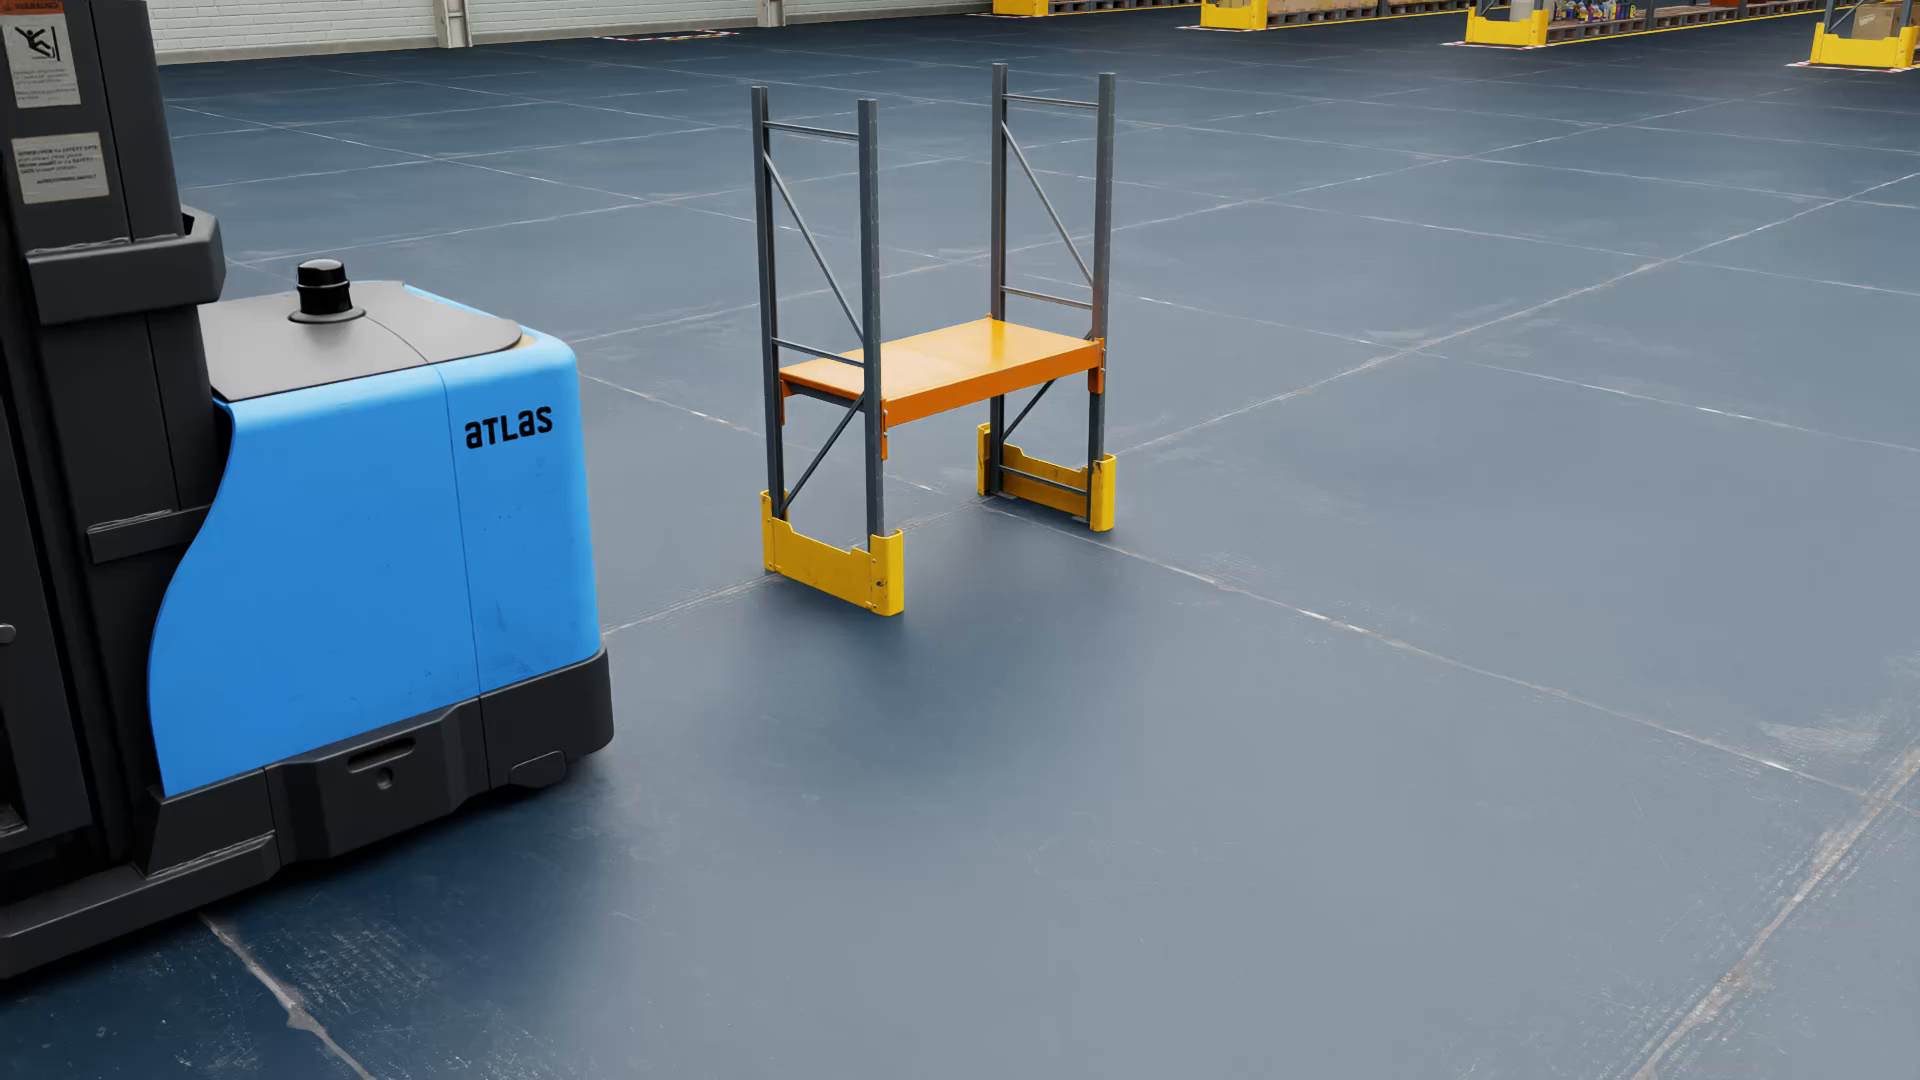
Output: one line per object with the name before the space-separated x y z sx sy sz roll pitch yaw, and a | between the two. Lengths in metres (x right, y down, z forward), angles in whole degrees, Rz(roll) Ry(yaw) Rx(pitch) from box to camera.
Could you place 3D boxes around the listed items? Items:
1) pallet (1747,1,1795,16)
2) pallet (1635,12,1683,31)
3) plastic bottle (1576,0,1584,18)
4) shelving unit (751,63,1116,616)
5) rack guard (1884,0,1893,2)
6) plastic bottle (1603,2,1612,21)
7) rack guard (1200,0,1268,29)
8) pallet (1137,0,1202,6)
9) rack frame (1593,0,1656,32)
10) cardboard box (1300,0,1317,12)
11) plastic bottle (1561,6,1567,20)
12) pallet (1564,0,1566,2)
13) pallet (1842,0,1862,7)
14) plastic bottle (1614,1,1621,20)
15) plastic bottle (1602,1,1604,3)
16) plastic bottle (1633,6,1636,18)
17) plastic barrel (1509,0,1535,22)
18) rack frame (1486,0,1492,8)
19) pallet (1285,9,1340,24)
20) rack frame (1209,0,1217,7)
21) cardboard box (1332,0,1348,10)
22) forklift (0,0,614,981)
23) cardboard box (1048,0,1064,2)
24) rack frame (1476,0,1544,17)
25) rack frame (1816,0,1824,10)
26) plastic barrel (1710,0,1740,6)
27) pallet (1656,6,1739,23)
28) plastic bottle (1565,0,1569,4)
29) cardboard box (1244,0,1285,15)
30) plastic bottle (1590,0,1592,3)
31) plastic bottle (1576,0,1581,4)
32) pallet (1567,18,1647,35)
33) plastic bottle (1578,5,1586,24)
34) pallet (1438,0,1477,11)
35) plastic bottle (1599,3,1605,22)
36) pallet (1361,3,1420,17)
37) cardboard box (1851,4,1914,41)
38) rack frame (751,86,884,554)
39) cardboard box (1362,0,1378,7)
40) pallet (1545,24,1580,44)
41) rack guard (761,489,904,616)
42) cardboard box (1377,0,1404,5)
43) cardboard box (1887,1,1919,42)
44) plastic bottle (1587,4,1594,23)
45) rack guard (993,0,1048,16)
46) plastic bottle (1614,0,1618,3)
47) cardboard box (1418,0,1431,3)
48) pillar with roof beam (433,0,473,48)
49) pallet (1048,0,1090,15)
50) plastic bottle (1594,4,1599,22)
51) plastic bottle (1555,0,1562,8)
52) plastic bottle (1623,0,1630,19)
pallet | 15.139 -10.133 31.644 1.003 0.211 1.213 19 28 41
pallet | 11.497 -8.791 28.153 1.003 0.211 1.213 19 28 41
plastic bottle | 10.102 -8.642 27.067 0.097 0.271 0.097 0 21 0
shelving unit | -0.053 -0.680 5.255 0.587 1.500 1.083 19 28 41
rack guard | 19.356 -11.808 35.600 1.175 0.500 0.348 19 28 41
plastic bottle | 10.259 -8.404 26.443 0.135 0.276 0.152 -20 28 -41
rack guard | 4.624 -8.921 28.087 1.175 0.500 0.348 19 28 41
pallet | 4.421 -11.260 34.575 1.003 0.211 1.213 19 28 41
rack frame | 10.977 -9.881 27.102 1.000 3.000 0.127 19 28 41
cardboard box | 5.869 -9.346 28.957 0.500 0.250 0.500 19 28 41
plastic bottle | 9.676 -8.452 26.671 0.097 0.201 0.097 0 21 0
pallet | 12.471 -11.658 35.612 1.003 0.211 1.213 19 28 41
pallet | 17.894 -11.150 34.289 1.003 0.211 1.213 19 28 41
plastic bottle | 10.517 -8.479 26.627 0.133 0.283 0.061 -18 27 -39
plastic bottle | 10.284 -8.468 26.597 0.061 0.283 0.133 19 28 41
plastic bottle | 10.947 -8.609 27.079 0.097 0.201 0.097 0 21 0
plastic barrel | 8.591 -8.076 25.288 0.421 0.512 0.421 0 21 0
rack frame | 10.221 -12.150 33.005 1.000 3.000 0.127 19 28 41
pallet | 5.995 -9.311 29.506 1.003 0.211 1.213 19 28 41
rack frame | 4.641 -10.094 27.655 1.000 3.000 0.127 19 28 41
cardboard box | 6.570 -9.602 29.623 0.500 0.250 0.500 19 28 41
forklift | -2.281 -0.582 3.003 3.031 2.935 1.130 -18 28 -39
cardboard box | 1.636 -10.438 31.685 0.500 0.311 0.500 15 26 35
rack frame | 8.187 -8.853 24.427 1.000 3.000 0.127 19 28 41
rack frame | 16.558 -11.938 32.452 1.000 3.000 0.127 19 28 41
plastic barrel | 14.097 -10.222 30.429 0.600 0.830 0.708 19 28 41
pallet | 13.199 -9.418 29.784 1.003 0.211 1.213 19 28 41
plastic bottle | 9.840 -8.634 27.031 0.133 0.283 0.061 -19 28 -40
cardboard box | 5.174 -9.088 28.286 0.500 0.250 0.500 19 28 41
plastic bottle | 10.312 -8.730 27.280 0.061 0.283 0.133 19 28 41
plastic bottle | 10.117 -8.746 27.229 0.185 0.351 0.144 -19 28 -41
pallet | 10.479 -8.417 27.180 1.003 0.211 1.213 19 28 41
plastic bottle | 9.675 -8.173 25.847 0.097 0.271 0.097 0 21 0
pallet | 9.619 -10.647 32.980 1.003 0.211 1.213 19 28 41
plastic bottle | 10.125 -8.339 26.279 0.097 0.271 0.097 0 21 0
pallet | 7.917 -10.019 31.348 1.003 0.211 1.213 19 28 41
cardboard box | 12.183 -6.799 21.981 0.500 0.500 0.500 -14 25 -32
rack frame | -0.414 -0.547 4.908 0.500 1.500 0.032 19 28 41
cardboard box | 7.264 -9.861 30.295 0.500 0.250 0.500 19 28 41
pallet | 8.777 -7.790 25.548 1.003 0.211 1.213 19 28 41
rack guard | -0.401 0.031 5.146 0.587 0.250 0.087 19 28 41
cardboard box | 7.890 -10.076 30.856 0.500 0.250 0.500 18 28 39
cardboard box | 13.026 -7.117 22.810 0.500 0.500 0.500 -17 27 -37
plastic bottle | 9.846 -8.232 25.984 0.133 0.283 0.061 -20 28 -41
rack guard | 1.142 -10.185 31.377 1.175 0.500 0.348 19 28 41
plastic bottle | 10.631 -8.648 26.974 0.144 0.351 0.185 19 28 41
cardboard box | 8.607 -10.341 31.545 0.500 0.250 0.500 18 28 39
pillar with roof beam | -4.330 -10.367 20.004 9.100 9.000 0.400 19 28 41
pallet | 1.734 -10.250 31.949 1.003 0.211 1.213 19 28 41
plastic bottle | 9.984 -8.287 26.143 0.097 0.271 0.097 0 21 0
plastic bottle | 9.559 -8.541 26.694 0.185 0.351 0.144 -19 28 -40
plastic bottle | 10.735 -8.612 26.880 0.144 0.351 0.185 18 28 39
